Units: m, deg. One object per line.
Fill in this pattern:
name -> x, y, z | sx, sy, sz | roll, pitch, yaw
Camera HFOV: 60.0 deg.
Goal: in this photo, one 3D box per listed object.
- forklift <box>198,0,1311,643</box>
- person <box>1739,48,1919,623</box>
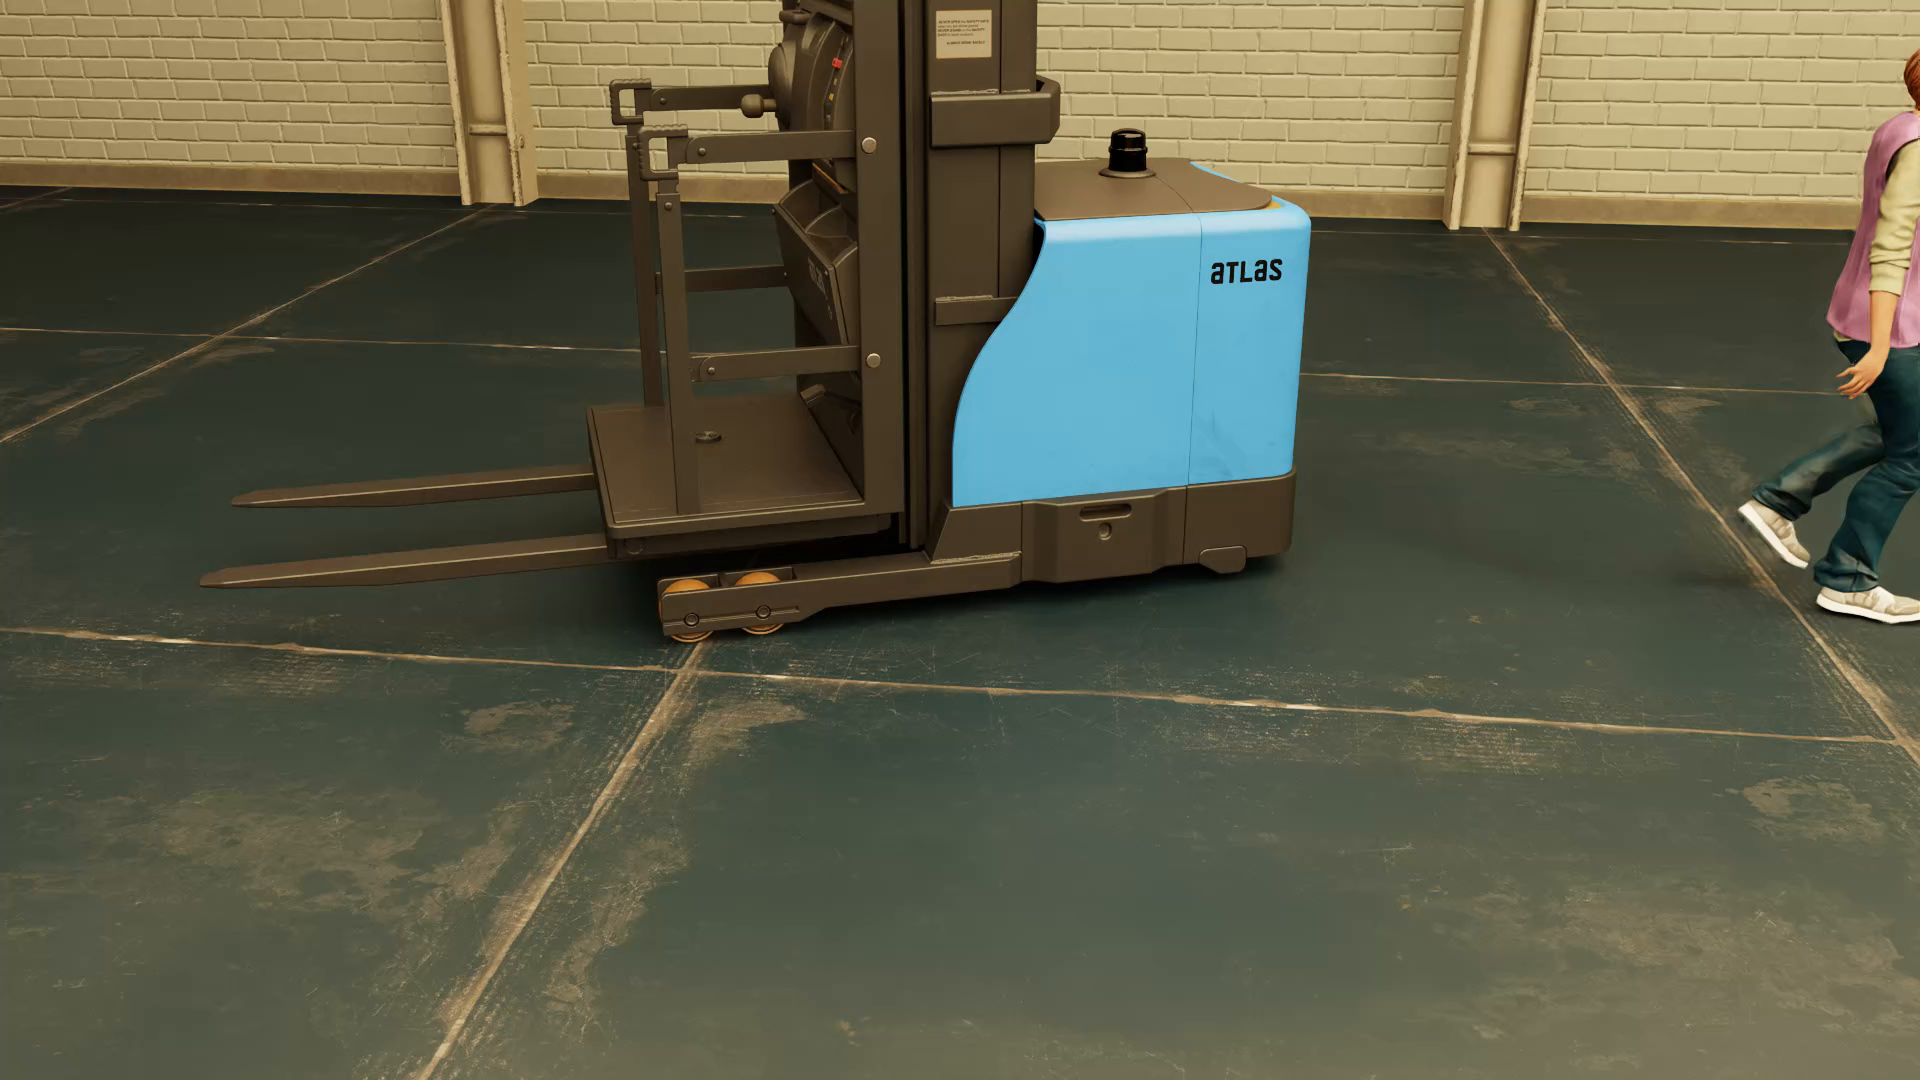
forklift -> -0.588, -1.301, 4.485 | 3.031, 2.935, 1.130 | -6, 23, -14
person -> 2.463, -0.552, 4.443 | 0.495, 1.577, 0.627 | 5, 23, 13
